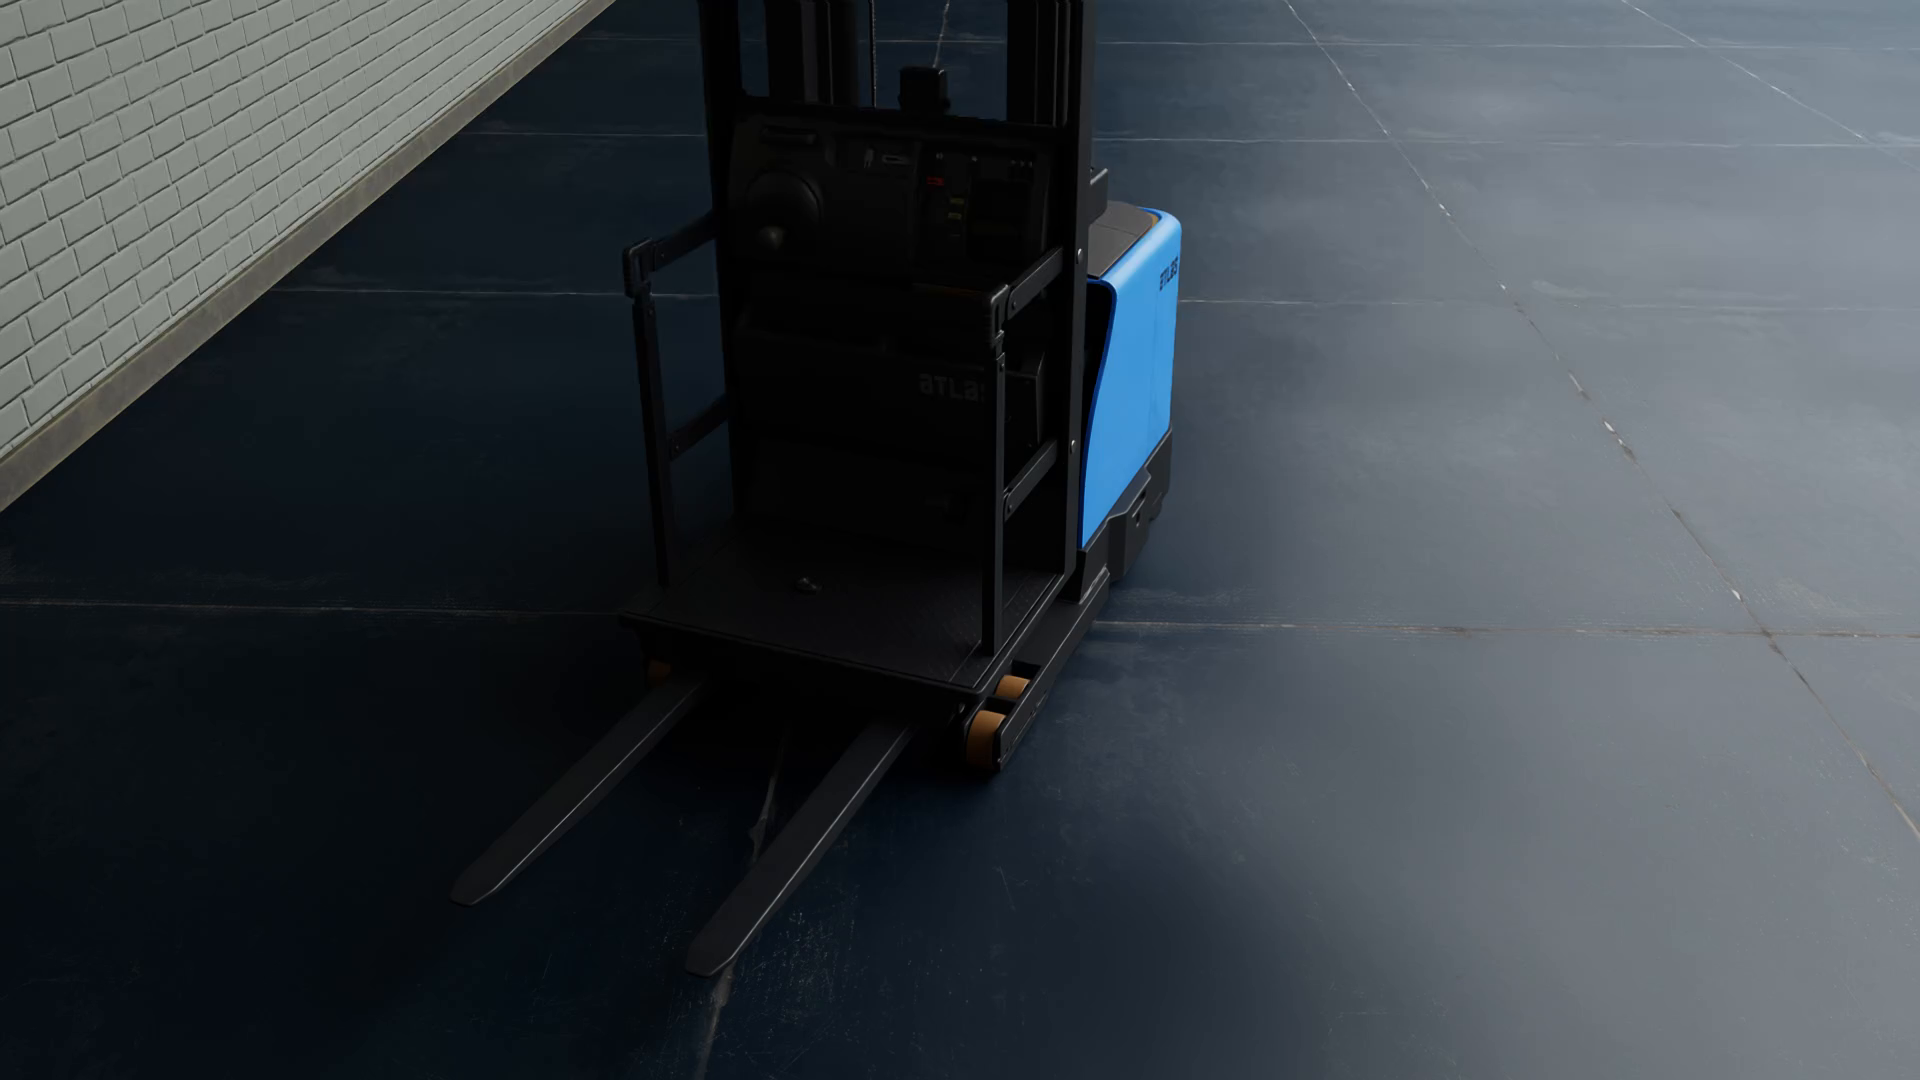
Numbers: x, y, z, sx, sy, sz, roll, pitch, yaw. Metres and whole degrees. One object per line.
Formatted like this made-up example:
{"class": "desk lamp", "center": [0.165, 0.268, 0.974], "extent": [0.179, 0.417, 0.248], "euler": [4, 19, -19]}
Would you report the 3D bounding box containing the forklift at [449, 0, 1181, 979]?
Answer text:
{"class": "forklift", "center": [-0.275, -0.886, 4.292], "extent": [1.130, 2.935, 3.031], "euler": [11, 30, 19]}
